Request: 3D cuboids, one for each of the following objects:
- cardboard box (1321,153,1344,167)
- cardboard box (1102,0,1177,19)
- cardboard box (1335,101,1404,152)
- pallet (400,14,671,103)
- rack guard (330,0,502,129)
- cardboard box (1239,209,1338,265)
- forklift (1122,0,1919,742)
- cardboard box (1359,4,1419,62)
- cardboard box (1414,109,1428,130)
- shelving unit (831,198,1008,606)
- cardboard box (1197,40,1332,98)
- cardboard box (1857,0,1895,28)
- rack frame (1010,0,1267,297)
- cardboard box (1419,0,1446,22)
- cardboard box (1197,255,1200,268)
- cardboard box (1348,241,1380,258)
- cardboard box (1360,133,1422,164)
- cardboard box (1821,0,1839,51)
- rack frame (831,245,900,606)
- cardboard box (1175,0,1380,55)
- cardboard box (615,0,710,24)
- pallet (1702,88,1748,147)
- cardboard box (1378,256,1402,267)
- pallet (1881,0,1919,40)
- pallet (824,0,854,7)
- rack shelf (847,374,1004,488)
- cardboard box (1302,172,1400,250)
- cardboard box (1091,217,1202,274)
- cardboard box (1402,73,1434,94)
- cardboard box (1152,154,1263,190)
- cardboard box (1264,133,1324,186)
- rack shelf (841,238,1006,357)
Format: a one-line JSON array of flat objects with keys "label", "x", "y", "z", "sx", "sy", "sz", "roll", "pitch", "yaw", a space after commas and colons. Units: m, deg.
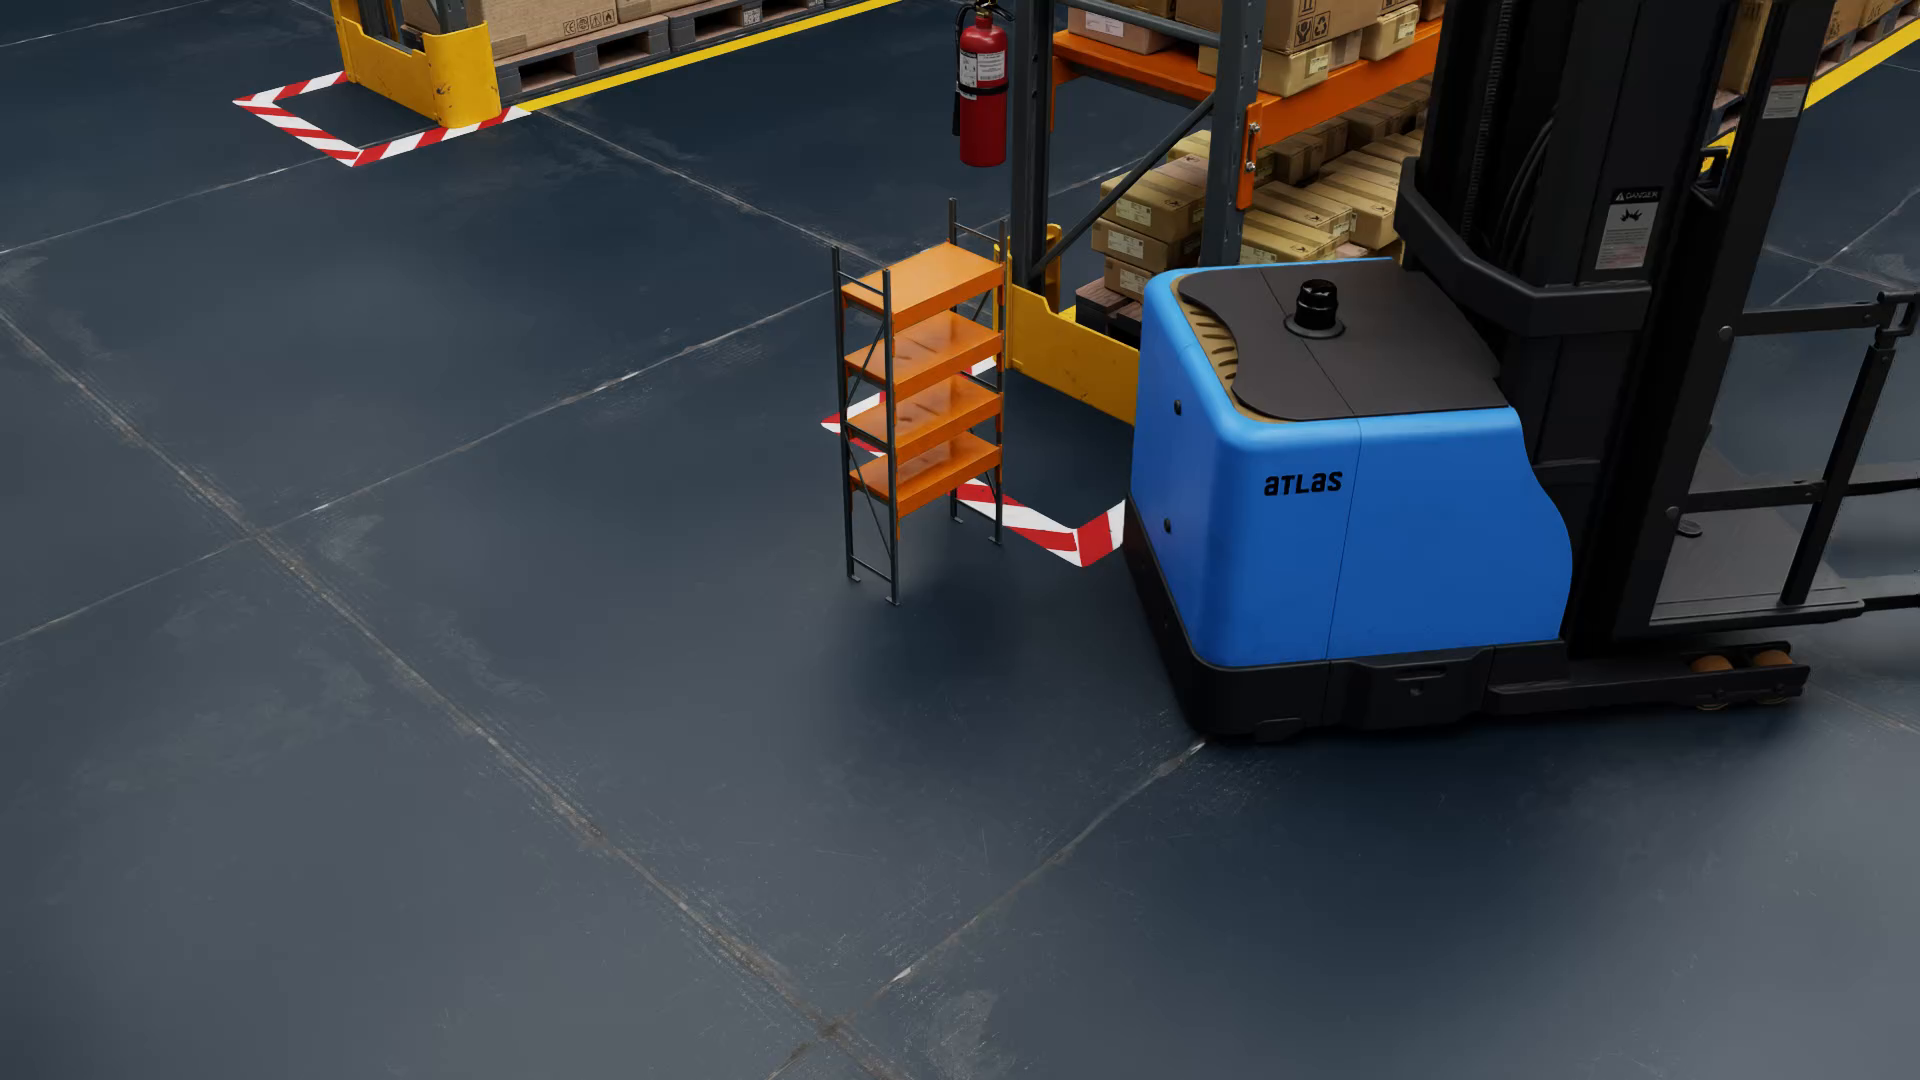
[{"label": "cardboard box", "x": 1.479, "y": -1.659, "z": 7.371, "sx": 0.250, "sy": 0.149, "sz": 0.380, "roll": -29, "pitch": 44, "yaw": -35}, {"label": "cardboard box", "x": 0.723, "y": -2.227, "z": 5.973, "sx": 0.500, "sy": 0.500, "sz": 0.500, "roll": -29, "pitch": 44, "yaw": -35}, {"label": "cardboard box", "x": 1.734, "y": -1.850, "z": 7.386, "sx": 0.380, "sy": 0.149, "sz": 0.250, "roll": 28, "pitch": 44, "yaw": 34}, {"label": "pallet", "x": -2.487, "y": -2.944, "z": 9.787, "sx": 1.003, "sy": 0.211, "sz": 1.213, "roll": 30, "pitch": 45, "yaw": 35}, {"label": "rack guard", "x": -3.012, "y": -2.697, "z": 9.180, "sx": 1.175, "sy": 0.500, "sz": 0.348, "roll": 30, "pitch": 45, "yaw": 35}, {"label": "cardboard box", "x": 1.199, "y": -1.100, "z": 6.310, "sx": 0.380, "sy": 0.149, "sz": 0.250, "roll": 27, "pitch": 43, "yaw": 33}, {"label": "forklift", "x": 2.103, "y": -0.985, "z": 4.600, "sx": 3.031, "sy": 2.935, "sz": 1.130, "roll": -4, "pitch": 35, "yaw": -6}, {"label": "cardboard box", "x": 1.427, "y": -1.882, "z": 6.045, "sx": 0.380, "sy": 0.149, "sz": 0.250, "roll": 28, "pitch": 44, "yaw": 34}, {"label": "cardboard box", "x": 2.222, "y": -1.783, "z": 7.290, "sx": 0.380, "sy": 0.149, "sz": 0.250, "roll": 30, "pitch": 45, "yaw": 35}, {"label": "shelving unit", "x": -0.117, "y": -0.425, "z": 5.310, "sx": 0.258, "sy": 1.200, "sz": 0.503, "roll": 30, "pitch": 45, "yaw": 35}, {"label": "cardboard box", "x": 1.050, "y": -1.674, "z": 5.748, "sx": 0.380, "sy": 0.149, "sz": 0.250, "roll": 29, "pitch": 44, "yaw": 35}, {"label": "cardboard box", "x": 5.218, "y": -3.369, "z": 9.777, "sx": 0.500, "sy": 0.500, "sz": 0.500, "roll": 27, "pitch": 43, "yaw": 33}, {"label": "rack frame", "x": 0.589, "y": -1.778, "z": 5.677, "sx": 1.000, "sy": 3.000, "sz": 0.127, "roll": 30, "pitch": 45, "yaw": 35}, {"label": "cardboard box", "x": 1.721, "y": -2.142, "z": 6.419, "sx": 0.380, "sy": 0.149, "sz": 0.250, "roll": 29, "pitch": 44, "yaw": 35}, {"label": "cardboard box", "x": 1.141, "y": -1.012, "z": 6.444, "sx": 0.250, "sy": 0.149, "sz": 0.380, "roll": -28, "pitch": 44, "yaw": -34}, {"label": "cardboard box", "x": 1.483, "y": -1.235, "z": 6.764, "sx": 0.250, "sy": 0.149, "sz": 0.380, "roll": -29, "pitch": 44, "yaw": -35}, {"label": "cardboard box", "x": 1.895, "y": -1.554, "z": 6.961, "sx": 0.250, "sy": 0.149, "sz": 0.380, "roll": -28, "pitch": 44, "yaw": -34}, {"label": "cardboard box", "x": 4.488, "y": -2.957, "z": 9.186, "sx": 0.500, "sy": 0.500, "sz": 0.500, "roll": -28, "pitch": 43, "yaw": -34}, {"label": "rack frame", "x": -0.289, "y": -0.326, "z": 5.168, "sx": 0.240, "sy": 1.200, "sz": 0.015, "roll": 30, "pitch": 45, "yaw": 35}, {"label": "cardboard box", "x": 1.102, "y": -2.012, "z": 5.665, "sx": 0.500, "sy": 0.500, "sz": 0.500, "roll": -28, "pitch": 43, "yaw": -34}, {"label": "cardboard box", "x": -1.962, "y": -3.536, "z": 10.071, "sx": 0.875, "sy": 0.438, "sz": 0.875, "roll": -29, "pitch": 44, "yaw": -34}, {"label": "pallet", "x": 3.955, "y": -2.574, "z": 9.257, "sx": 1.003, "sy": 0.211, "sz": 1.213, "roll": 30, "pitch": 45, "yaw": 35}, {"label": "cardboard box", "x": 1.740, "y": -1.167, "z": 6.926, "sx": 0.250, "sy": 0.149, "sz": 0.380, "roll": -29, "pitch": 44, "yaw": -35}, {"label": "pallet", "x": 5.674, "y": -3.565, "z": 10.677, "sx": 1.003, "sy": 0.211, "sz": 1.213, "roll": 30, "pitch": 45, "yaw": 35}, {"label": "pallet", "x": -0.768, "y": -3.934, "z": 11.207, "sx": 1.003, "sy": 0.211, "sz": 1.213, "roll": 30, "pitch": 45, "yaw": 35}, {"label": "rack shelf", "x": -0.117, "y": -0.370, "z": 5.349, "sx": 0.258, "sy": 0.148, "sz": 0.480, "roll": 30, "pitch": 45, "yaw": 35}, {"label": "cardboard box", "x": 1.577, "y": -1.311, "z": 6.613, "sx": 0.380, "sy": 0.149, "sz": 0.250, "roll": 29, "pitch": 44, "yaw": 35}, {"label": "cardboard box", "x": 0.759, "y": -1.232, "z": 6.759, "sx": 0.380, "sy": 0.149, "sz": 0.250, "roll": 28, "pitch": 44, "yaw": 34}, {"label": "cardboard box", "x": 2.100, "y": -2.052, "z": 7.675, "sx": 0.380, "sy": 0.149, "sz": 0.250, "roll": 28, "pitch": 43, "yaw": 34}, {"label": "cardboard box", "x": 1.000, "y": -1.420, "z": 6.769, "sx": 0.250, "sy": 0.149, "sz": 0.380, "roll": -29, "pitch": 44, "yaw": -35}, {"label": "cardboard box", "x": 1.320, "y": -1.656, "z": 7.108, "sx": 0.380, "sy": 0.149, "sz": 0.250, "roll": 28, "pitch": 43, "yaw": 34}, {"label": "rack shelf", "x": -0.117, "y": -0.747, "z": 5.086, "sx": 0.258, "sy": 0.148, "sz": 0.480, "roll": 30, "pitch": 45, "yaw": 35}]
